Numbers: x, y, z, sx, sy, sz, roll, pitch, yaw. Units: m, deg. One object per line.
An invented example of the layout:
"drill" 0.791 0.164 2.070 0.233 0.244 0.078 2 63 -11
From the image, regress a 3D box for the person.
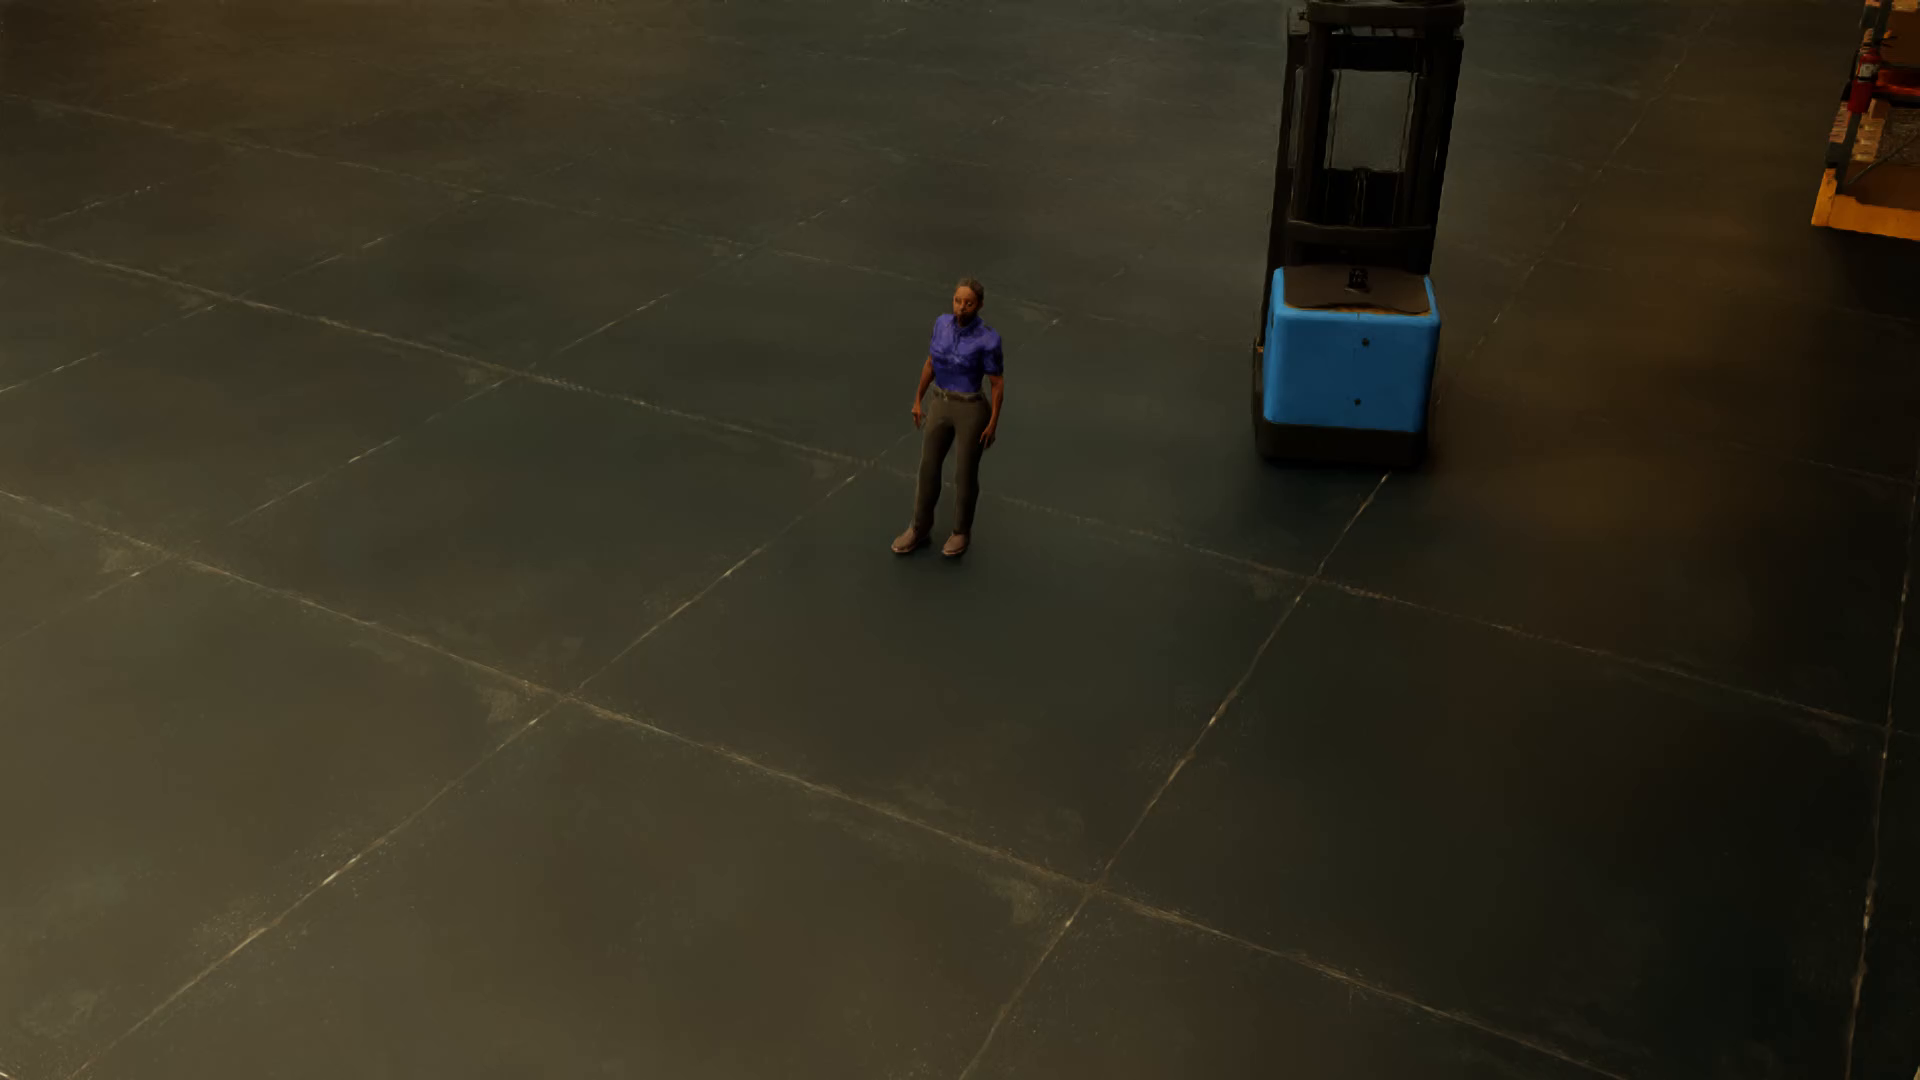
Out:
"person" -0.059 -0.684 9.530 0.570 1.642 0.503 15 33 25

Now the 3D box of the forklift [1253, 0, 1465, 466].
"forklift" 2.692 -2.461 11.335 1.130 2.935 3.031 4 30 8
